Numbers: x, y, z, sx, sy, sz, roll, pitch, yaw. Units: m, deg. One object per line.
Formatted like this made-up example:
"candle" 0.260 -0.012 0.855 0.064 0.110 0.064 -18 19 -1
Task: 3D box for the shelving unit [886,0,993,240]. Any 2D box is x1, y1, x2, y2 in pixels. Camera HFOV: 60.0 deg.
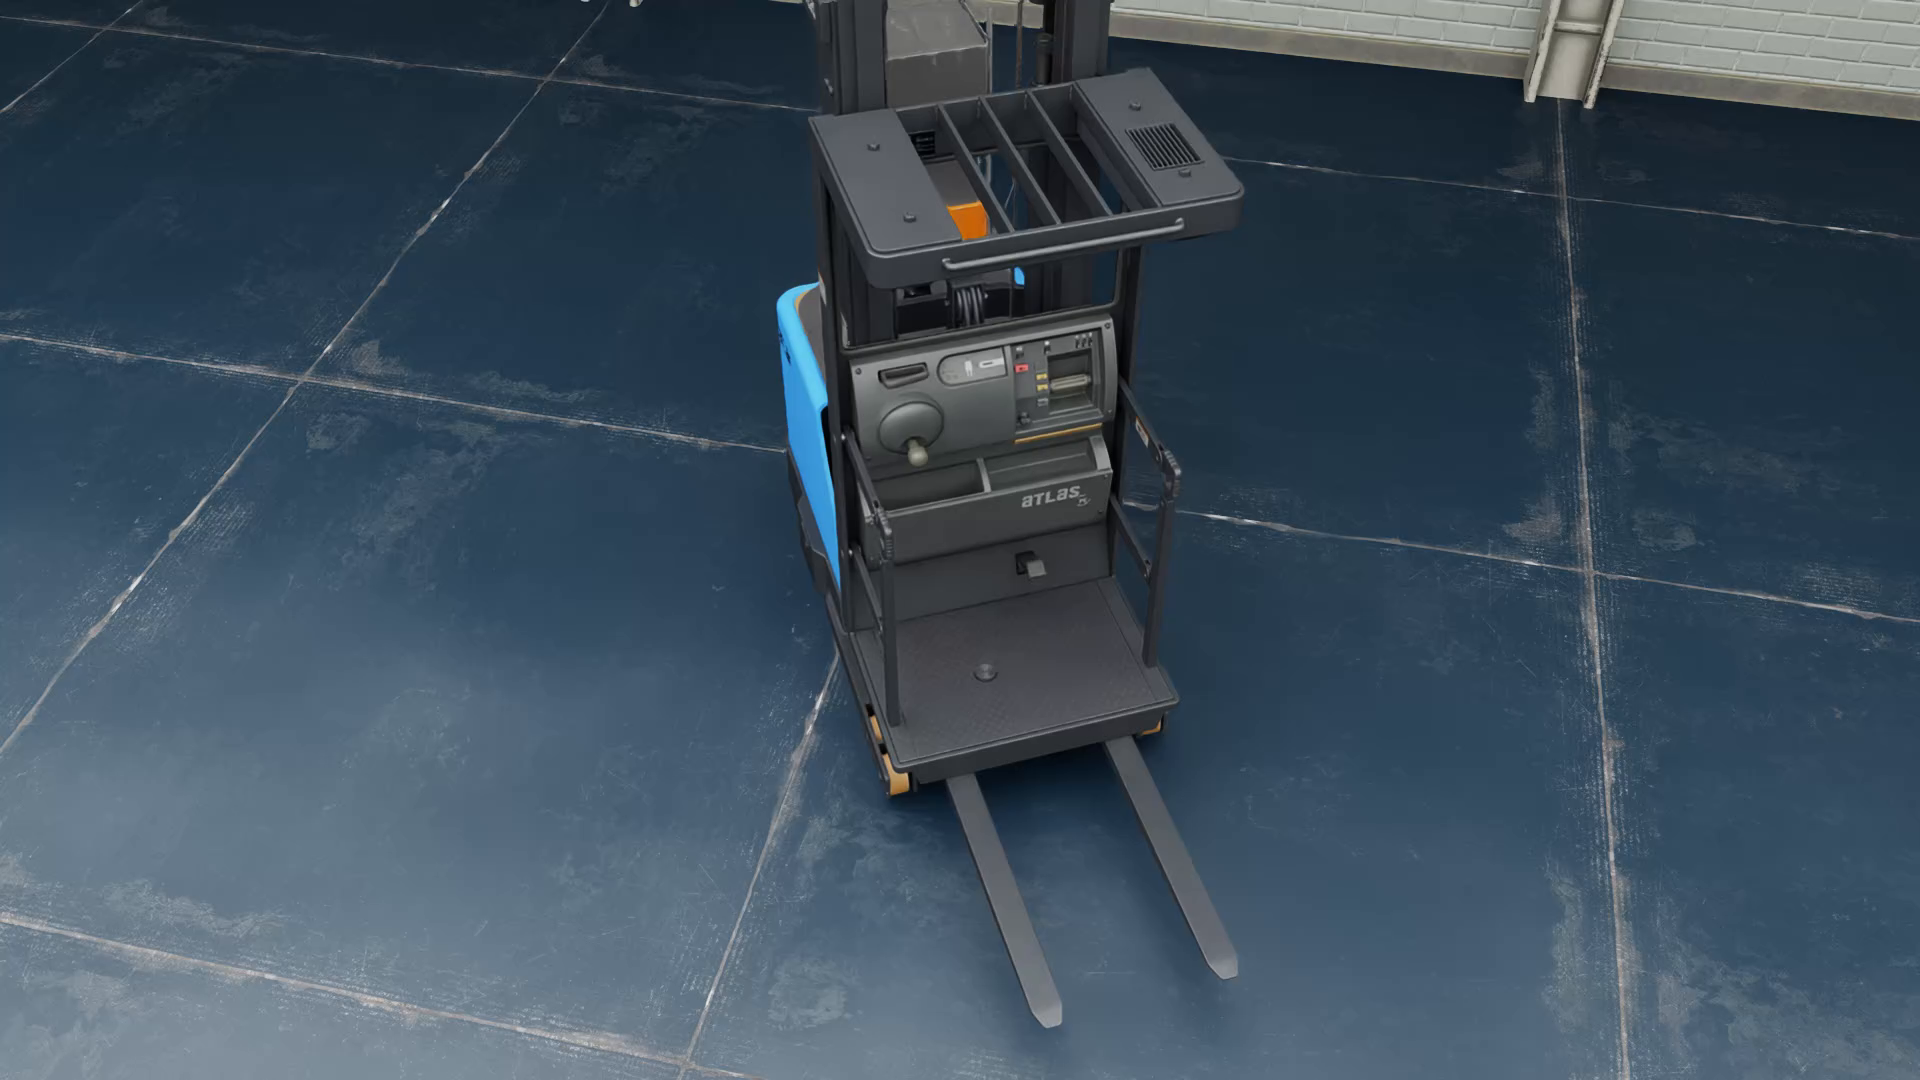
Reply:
"shelving unit" -0.173 -1.323 7.071 0.503 2.100 0.431 -12 45 -12

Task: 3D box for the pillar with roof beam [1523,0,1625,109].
"pillar with roof beam" 2.659 -3.023 3.862 0.400 9.000 9.100 9 45 9

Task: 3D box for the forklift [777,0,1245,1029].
"forklift" 0.155 -0.416 5.529 1.130 2.935 3.031 -12 45 -12

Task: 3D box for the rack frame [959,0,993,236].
"rack frame" 0.060 -1.372 7.121 0.015 2.100 0.400 -12 45 -12

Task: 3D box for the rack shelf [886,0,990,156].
"rack shelf" -0.173 -1.818 6.595 0.480 0.518 0.431 -12 45 -12

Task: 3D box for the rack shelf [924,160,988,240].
"rack shelf" -0.173 -1.313 7.080 0.480 0.518 0.431 -12 45 -12
